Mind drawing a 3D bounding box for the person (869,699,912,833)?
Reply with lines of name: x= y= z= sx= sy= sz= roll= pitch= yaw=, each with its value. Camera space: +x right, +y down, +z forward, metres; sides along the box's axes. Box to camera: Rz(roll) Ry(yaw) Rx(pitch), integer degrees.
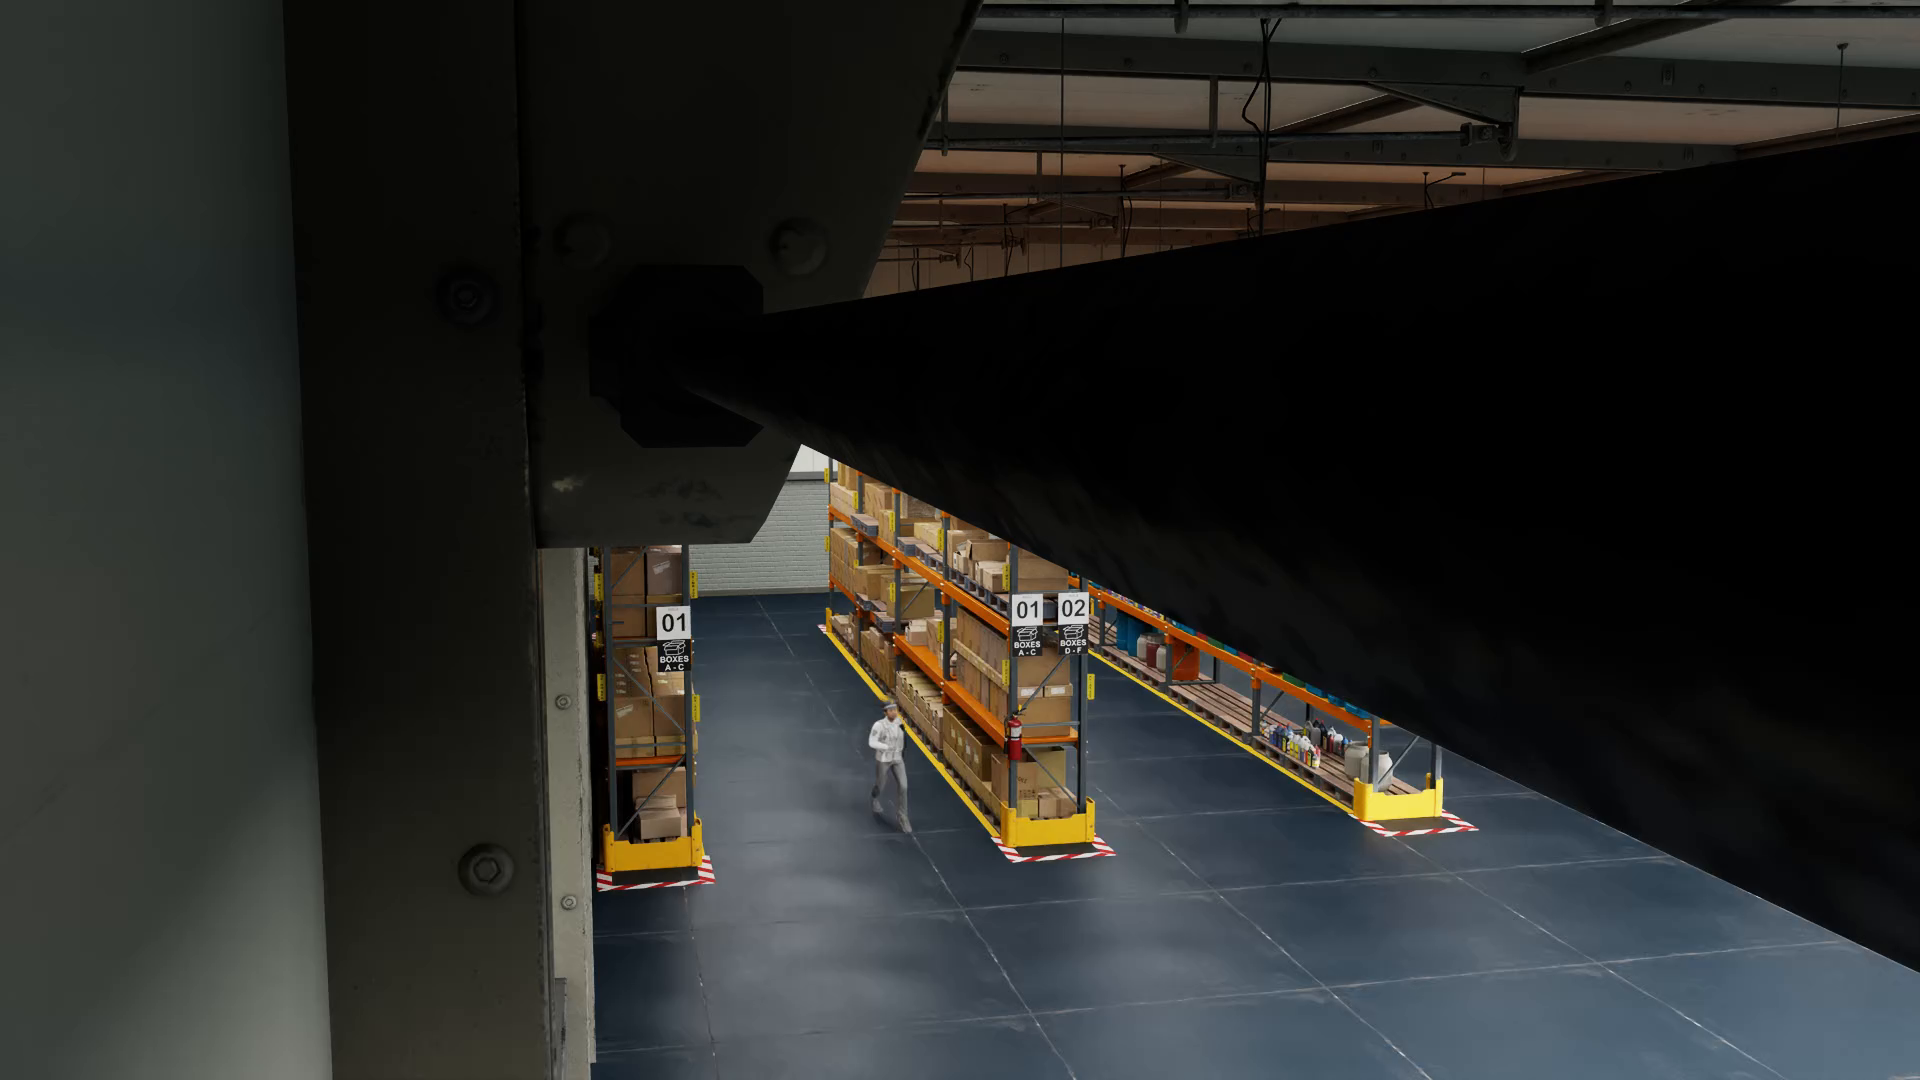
person: x=-0.961 y=2.917 z=21.842 sx=0.578 sy=1.739 sz=0.997 roll=-3 pitch=7 yaw=-25
